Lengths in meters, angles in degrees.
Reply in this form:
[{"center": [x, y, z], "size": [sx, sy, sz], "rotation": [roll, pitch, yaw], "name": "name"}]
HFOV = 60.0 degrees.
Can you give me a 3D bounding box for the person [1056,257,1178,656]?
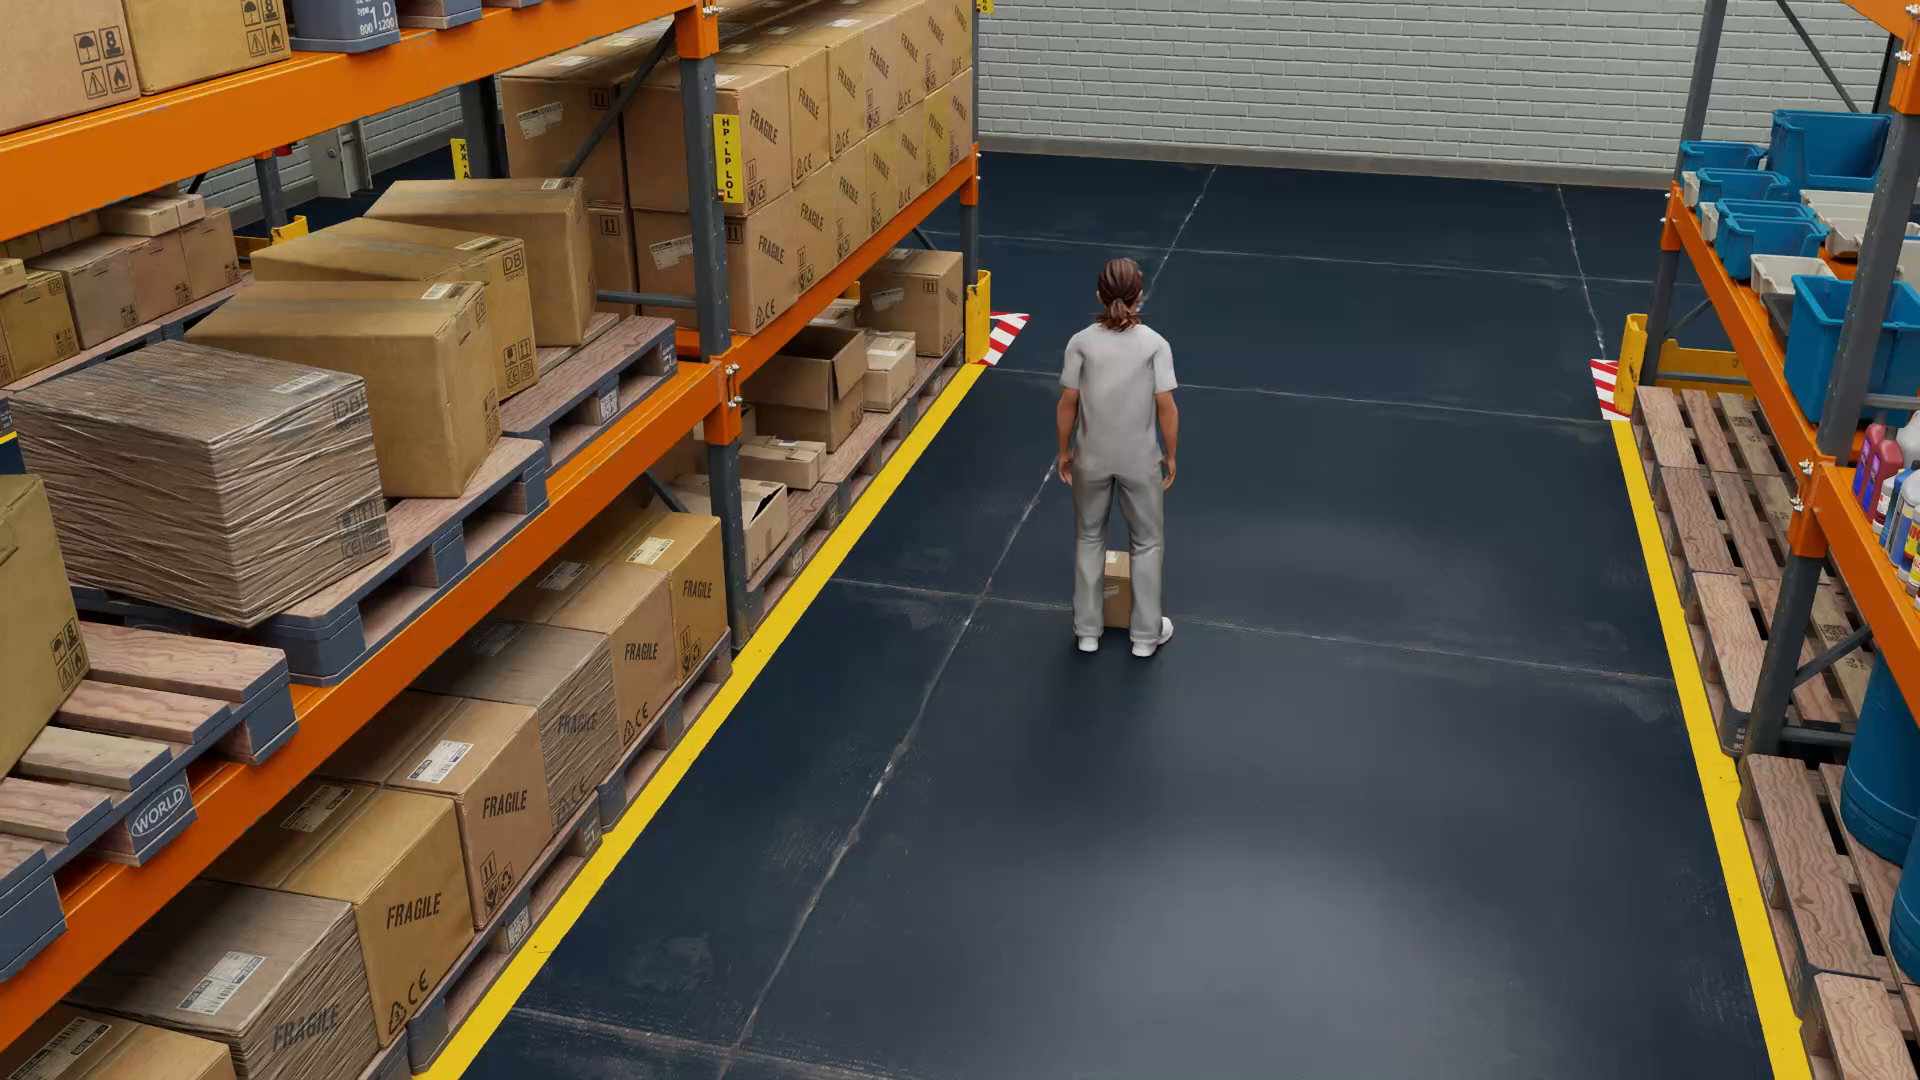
[{"center": [0.648, -0.319, 6.785], "size": [0.512, 1.671, 0.359], "rotation": [5, 26, 10], "name": "person"}]
